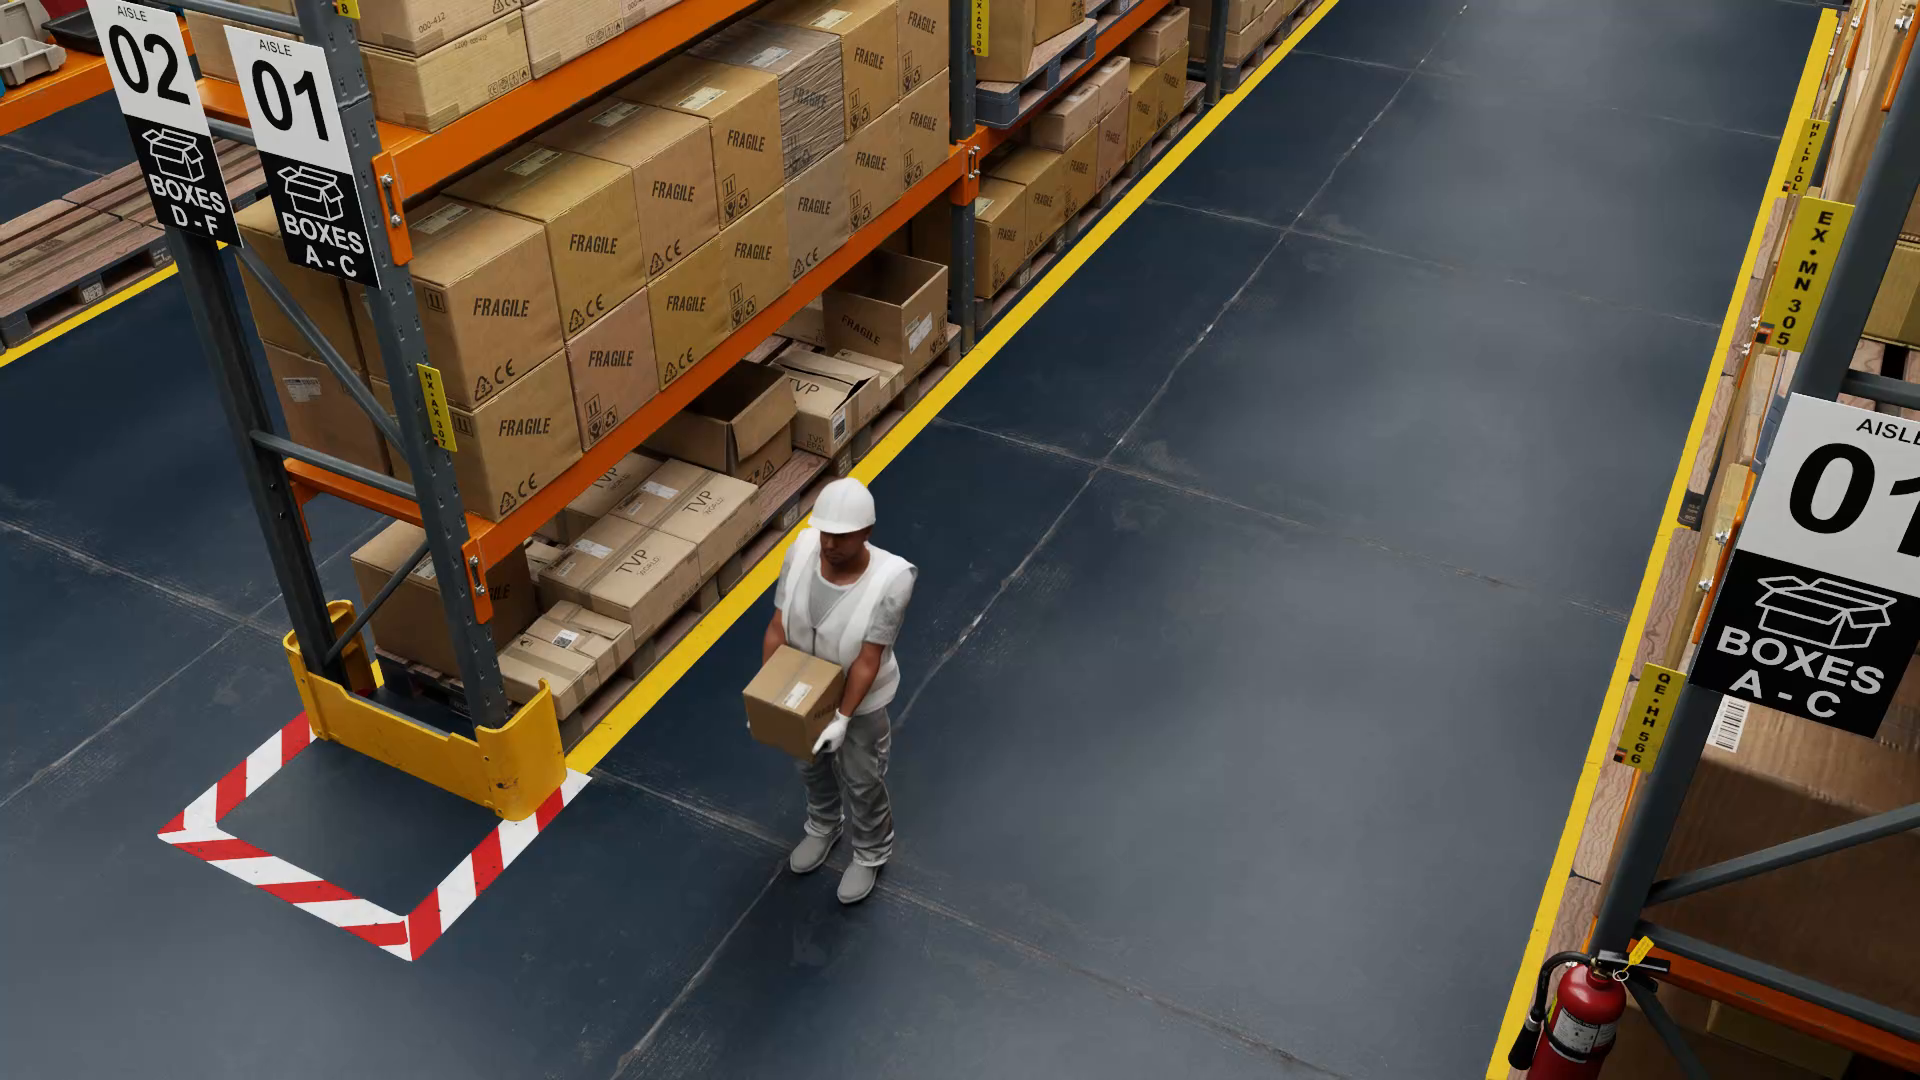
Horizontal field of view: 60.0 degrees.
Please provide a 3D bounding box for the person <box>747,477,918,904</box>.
[{"bbox_3d":[-0.466,0.596,5.962,0.488,1.779,0.580,18,41,22],"label":"person"}]
